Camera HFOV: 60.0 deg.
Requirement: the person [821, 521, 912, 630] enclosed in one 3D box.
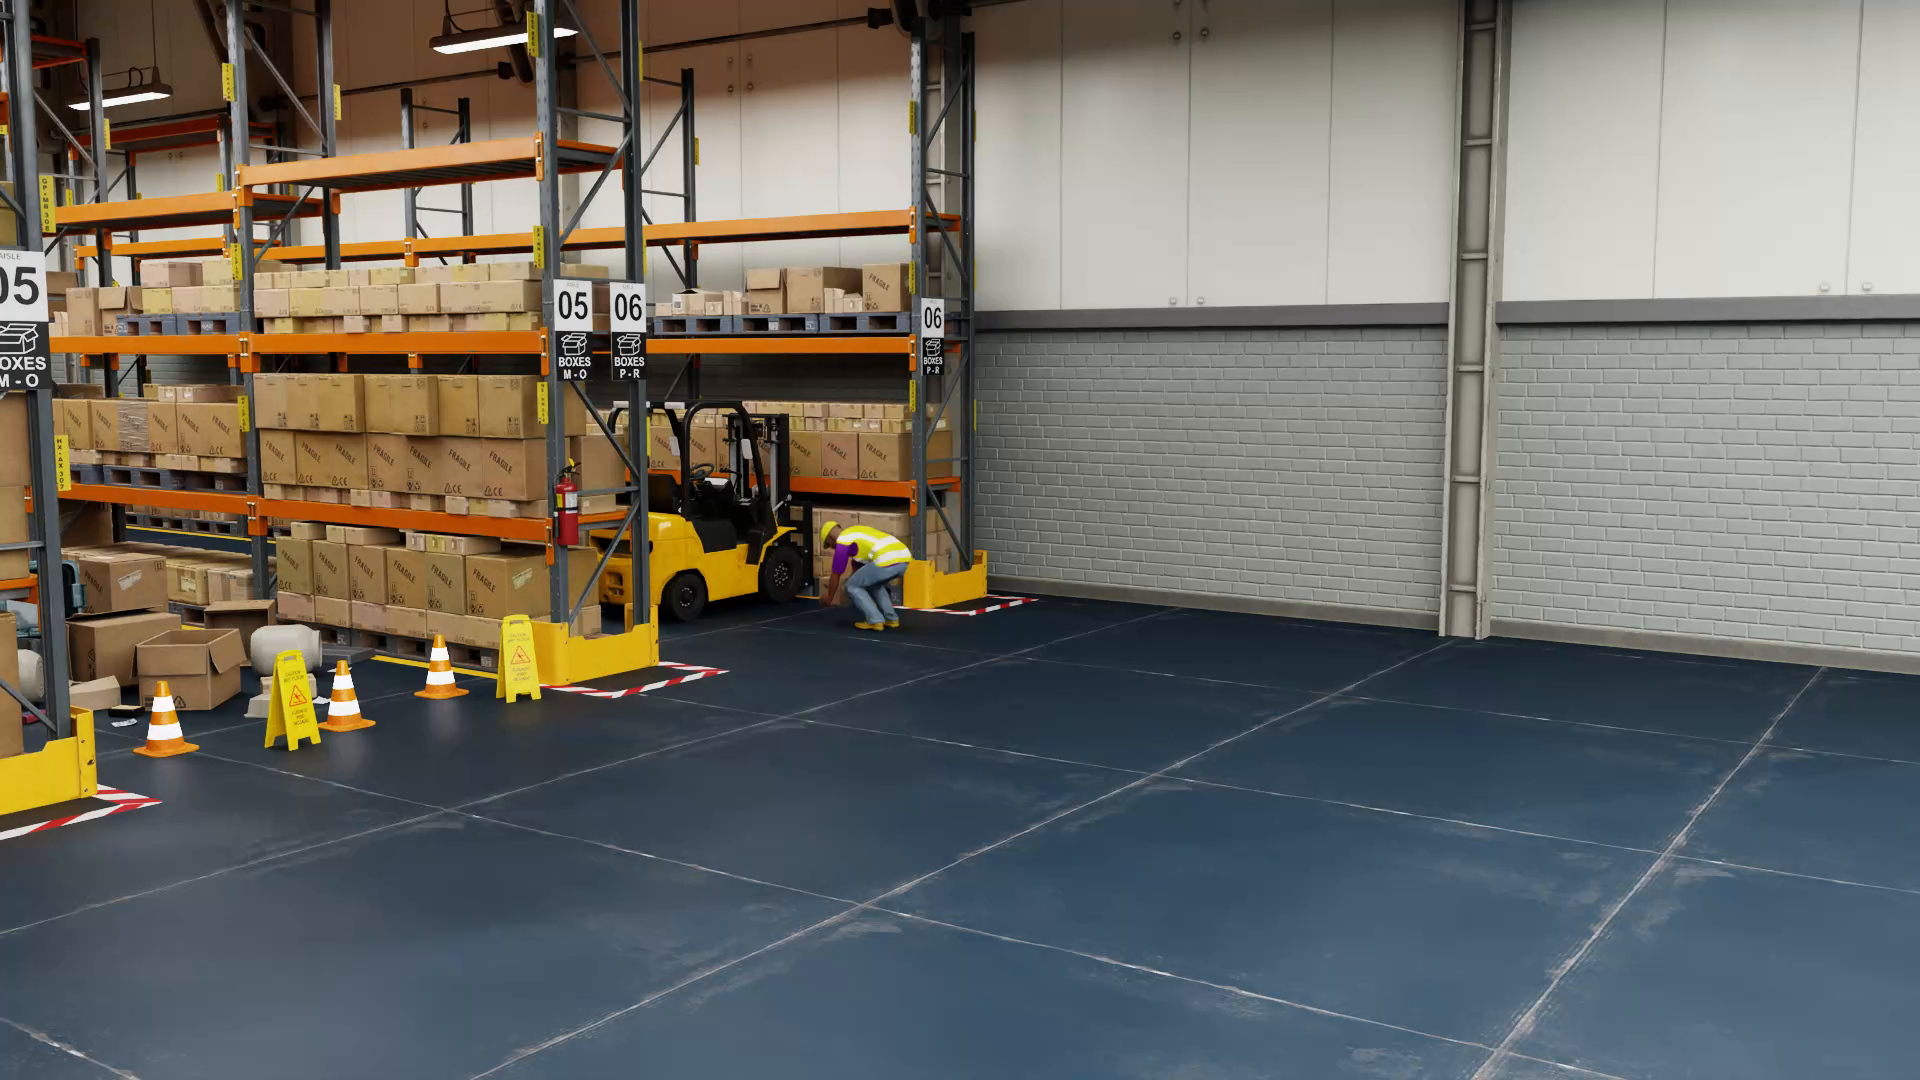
[{"bbox_3d":[-0.942,0.340,16.064,0.952,1.009,0.504,4,7,31],"label":"person"}]
